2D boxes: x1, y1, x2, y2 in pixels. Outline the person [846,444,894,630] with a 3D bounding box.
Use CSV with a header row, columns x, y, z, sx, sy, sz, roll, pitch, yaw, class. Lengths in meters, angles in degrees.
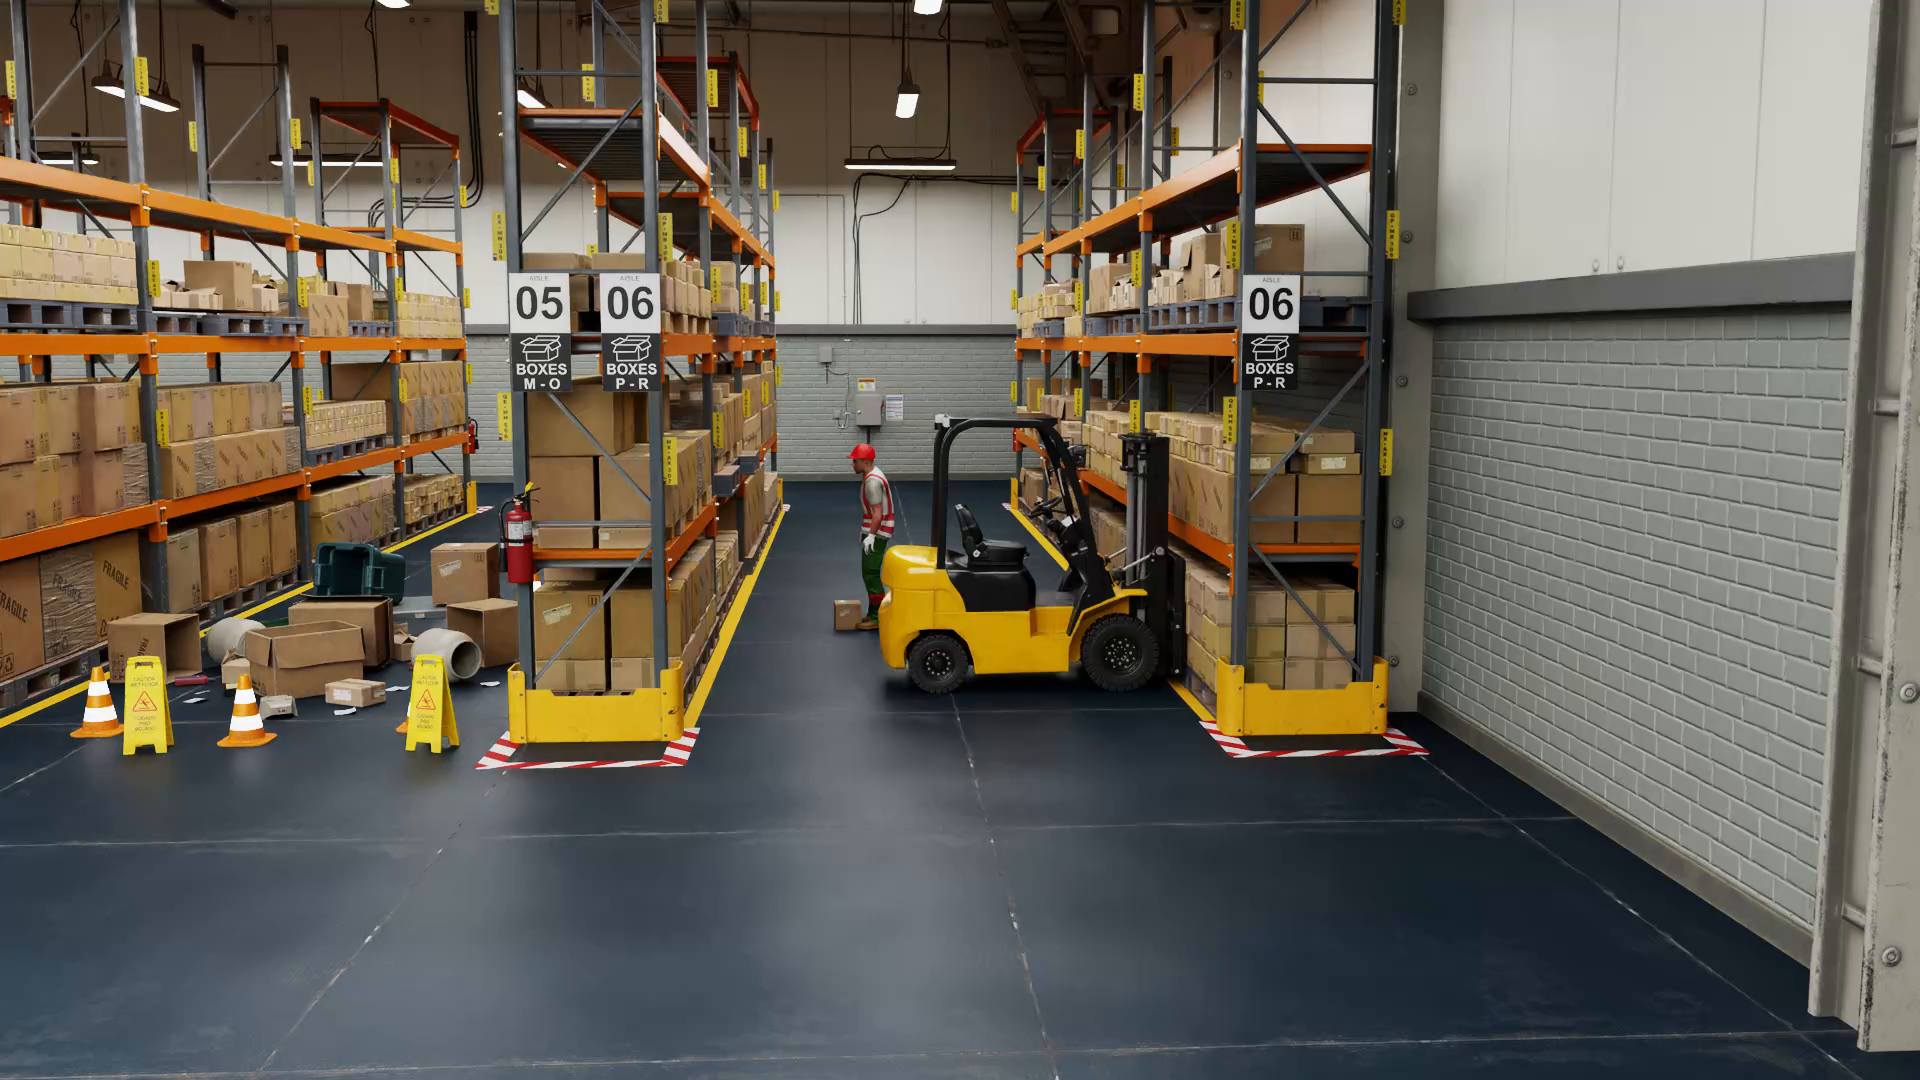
x,y,z,sx,sy,sz,roll,pitch,yaw,class
-0.861,-0.036,15.982,0.456,1.778,0.617,-1,7,-5,person
